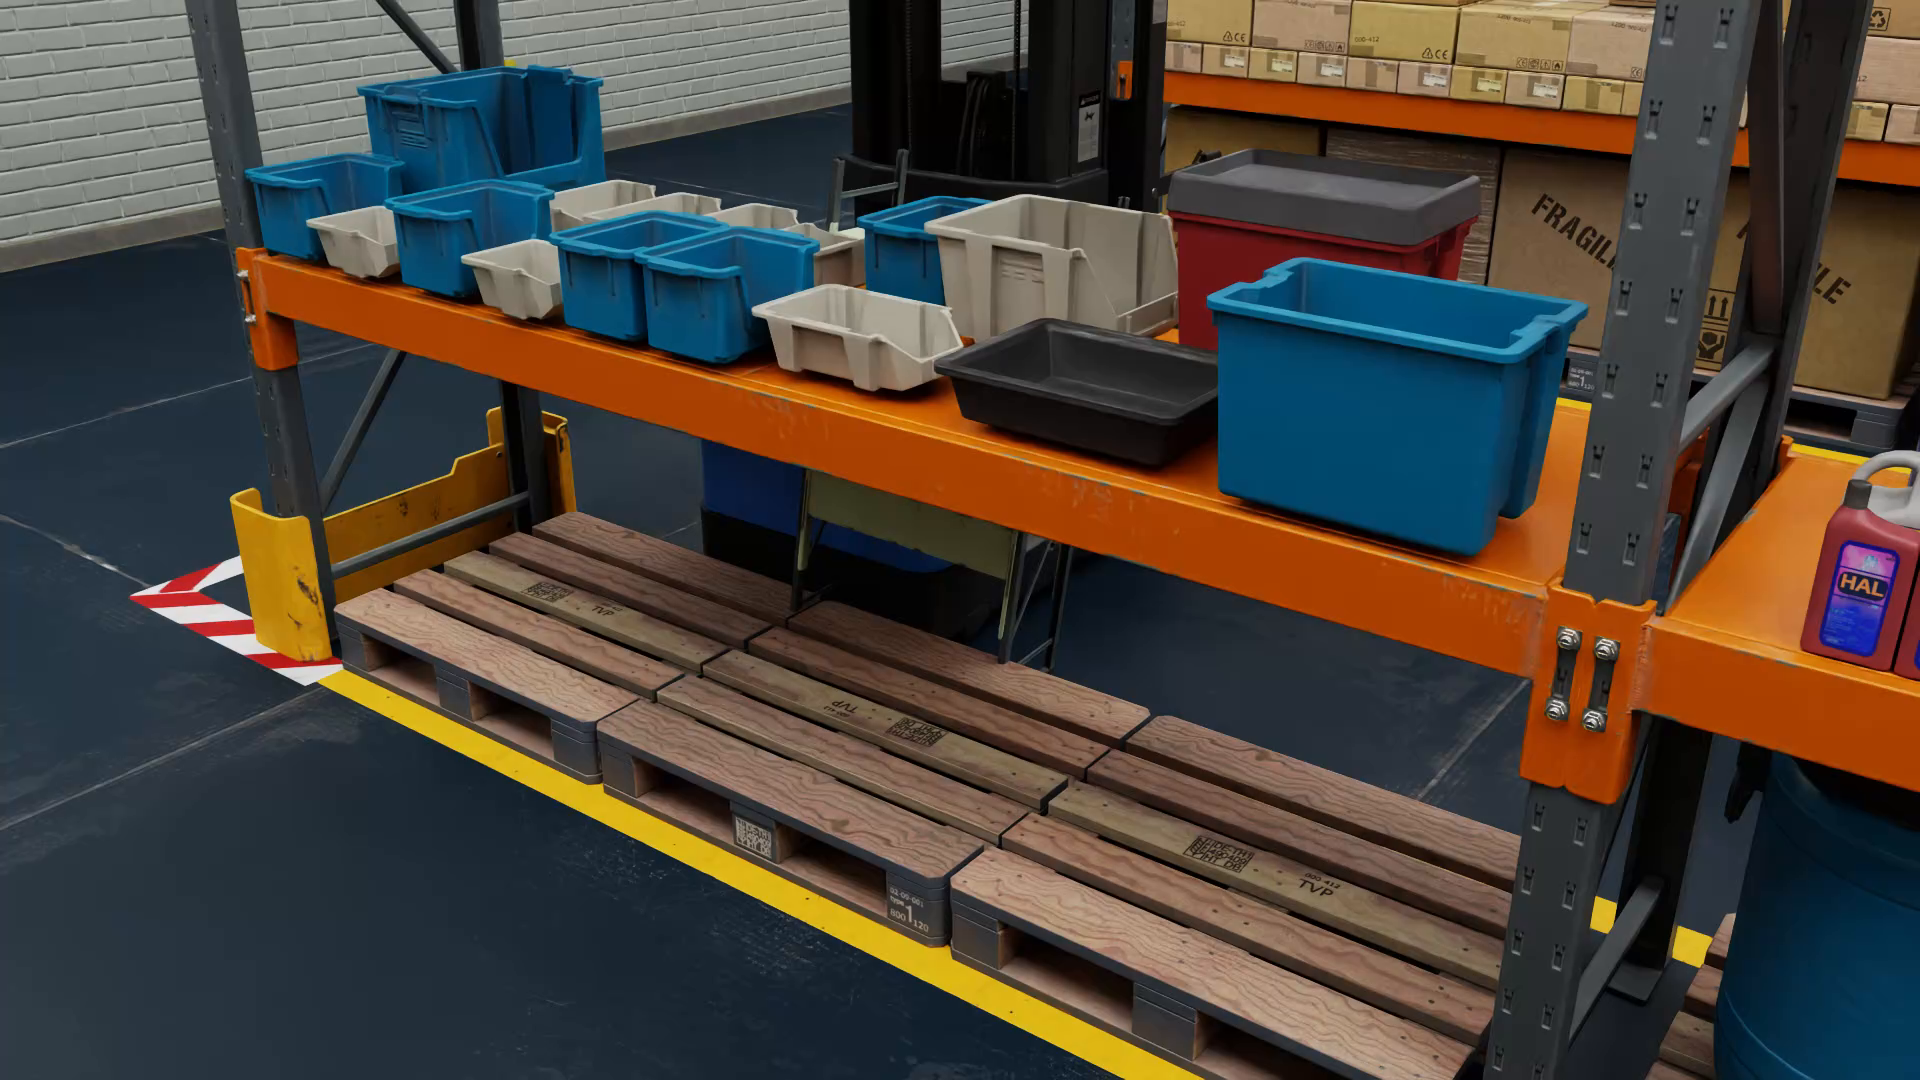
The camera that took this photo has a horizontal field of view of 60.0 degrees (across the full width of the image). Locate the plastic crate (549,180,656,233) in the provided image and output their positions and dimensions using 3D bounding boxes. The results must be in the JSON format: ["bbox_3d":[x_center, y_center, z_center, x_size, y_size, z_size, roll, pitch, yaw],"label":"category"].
[{"bbox_3d":[-1.084,-0.963,4.968,0.243,0.136,0.396,17,29,33],"label":"plastic crate"}]

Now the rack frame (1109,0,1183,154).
[{"bbox_3d":[1.125,-2.793,8.868,0.127,3.000,1.000,17,29,33],"label":"rack frame"}]

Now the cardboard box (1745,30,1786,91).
[{"bbox_3d":[3.400,-2.039,6.976,0.500,0.250,0.500,18,29,35],"label":"cardboard box"}]

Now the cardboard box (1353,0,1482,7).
[{"bbox_3d":[2.166,-2.756,7.672,0.500,0.500,0.500,16,28,32],"label":"cardboard box"}]

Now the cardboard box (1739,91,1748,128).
[{"bbox_3d":[3.268,-1.865,7.074,0.250,0.149,0.380,17,29,34],"label":"cardboard box"}]

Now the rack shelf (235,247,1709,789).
[{"bbox_3d":[-0.245,-0.382,4.289,4.000,0.370,1.077,17,29,33],"label":"rack shelf"}]

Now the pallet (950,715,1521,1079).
[{"bbox_3d":[0.744,0.883,3.983,1.213,0.211,1.003,17,29,33],"label":"pallet"}]

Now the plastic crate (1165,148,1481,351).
[{"bbox_3d":[0.791,-0.581,3.695,0.583,0.464,0.402,17,29,33],"label":"plastic crate"}]

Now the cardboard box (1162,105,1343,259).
[{"bbox_3d":[1.685,-1.884,8.919,0.875,0.875,0.875,17,29,33],"label":"cardboard box"}]

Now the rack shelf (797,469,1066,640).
[{"bbox_3d":[-0.072,-0.035,5.118,0.720,0.370,0.431,18,24,24],"label":"rack shelf"}]

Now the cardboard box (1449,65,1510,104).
[{"bbox_3d":[2.443,-2.114,7.639,0.250,0.149,0.380,16,28,32],"label":"cardboard box"}]

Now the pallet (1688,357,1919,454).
[{"bbox_3d":[3.764,-0.759,7.710,1.213,0.211,1.003,17,29,33],"label":"pallet"}]

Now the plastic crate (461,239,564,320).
[{"bbox_3d":[-1.095,-0.667,4.297,0.298,0.136,0.250,17,29,33],"label":"plastic crate"}]

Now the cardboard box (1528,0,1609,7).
[{"bbox_3d":[2.904,-2.458,7.926,0.500,0.250,0.500,17,29,33],"label":"cardboard box"}]

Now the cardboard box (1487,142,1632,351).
[{"bbox_3d":[3.126,-1.448,7.931,0.875,0.875,0.875,17,29,33],"label":"cardboard box"}]

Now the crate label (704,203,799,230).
[{"bbox_3d":[-0.623,-0.829,4.663,0.243,0.136,0.396,17,29,33],"label":"crate label"}]

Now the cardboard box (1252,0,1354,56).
[{"bbox_3d":[1.767,-2.534,8.097,0.500,0.250,0.500,16,29,33],"label":"cardboard box"}]

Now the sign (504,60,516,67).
[{"bbox_3d":[-1.528,-1.451,5.620,0.005,0.325,0.100,17,29,33],"label":"sign"}]

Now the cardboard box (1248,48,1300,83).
[{"bbox_3d":[1.623,-2.362,8.202,0.250,0.149,0.380,16,28,32],"label":"cardboard box"}]

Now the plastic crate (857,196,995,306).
[{"bbox_3d":[-0.048,-0.732,4.324,0.300,0.233,0.416,17,29,33],"label":"plastic crate"}]

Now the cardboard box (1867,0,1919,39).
[{"bbox_3d":[3.798,-2.261,6.549,0.500,0.500,0.500,18,29,35],"label":"cardboard box"}]

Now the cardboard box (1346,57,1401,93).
[{"bbox_3d":[2.035,-2.238,7.920,0.250,0.149,0.380,16,28,32],"label":"cardboard box"}]

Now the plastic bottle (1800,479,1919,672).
[{"bbox_3d":[1.393,0.052,2.556,0.133,0.283,0.061,17,29,33],"label":"plastic bottle"}]

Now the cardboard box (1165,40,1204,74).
[{"bbox_3d":[1.211,-2.486,8.482,0.250,0.149,0.380,17,29,34],"label":"cardboard box"}]

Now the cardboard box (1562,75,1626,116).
[{"bbox_3d":[2.857,-1.989,7.356,0.250,0.149,0.380,16,29,32],"label":"cardboard box"}]

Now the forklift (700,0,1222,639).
[{"bbox_3d":[0.367,-1.548,6.127,1.130,2.935,3.031,16,28,32],"label":"forklift"}]

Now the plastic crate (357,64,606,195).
[{"bbox_3d":[-1.465,-1.218,5.175,0.499,0.435,0.616,17,29,33],"label":"plastic crate"}]

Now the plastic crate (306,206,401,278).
[{"bbox_3d":[-1.638,-0.831,4.669,0.298,0.136,0.250,17,29,33],"label":"plastic crate"}]

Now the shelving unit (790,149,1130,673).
[{"bbox_3d":[-0.032,-0.335,4.997,0.755,1.500,0.431,18,24,24],"label":"shelving unit"}]

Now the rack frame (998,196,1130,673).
[{"bbox_3d":[0.287,-0.232,4.850,0.023,1.500,0.400,18,24,24],"label":"rack frame"}]

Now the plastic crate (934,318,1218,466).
[{"bbox_3d":[0.299,-0.313,3.507,0.590,0.125,0.437,17,29,33],"label":"plastic crate"}]

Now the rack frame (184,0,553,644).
[{"bbox_3d":[-1.845,-1.195,5.241,0.127,3.000,1.000,17,29,33],"label":"rack frame"}]

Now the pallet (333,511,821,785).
[{"bbox_3d":[-1.209,0.293,5.323,1.213,0.211,1.003,17,29,33],"label":"pallet"}]

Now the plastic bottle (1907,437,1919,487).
[{"bbox_3d":[1.865,-0.180,3.092,0.135,0.276,0.152,17,29,33],"label":"plastic bottle"}]

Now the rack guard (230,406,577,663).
[{"bbox_3d":[-1.872,-0.052,5.749,0.348,0.500,1.175,17,29,33],"label":"rack guard"}]

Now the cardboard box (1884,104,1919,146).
[{"bbox_3d":[3.886,-1.679,6.651,0.250,0.149,0.380,17,29,34],"label":"cardboard box"}]

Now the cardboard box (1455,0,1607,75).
[{"bbox_3d":[2.588,-2.286,7.536,0.500,0.250,0.500,16,28,32],"label":"cardboard box"}]

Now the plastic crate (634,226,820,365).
[{"bbox_3d":[-0.551,-0.589,3.999,0.300,0.233,0.416,17,29,33],"label":"plastic crate"}]
